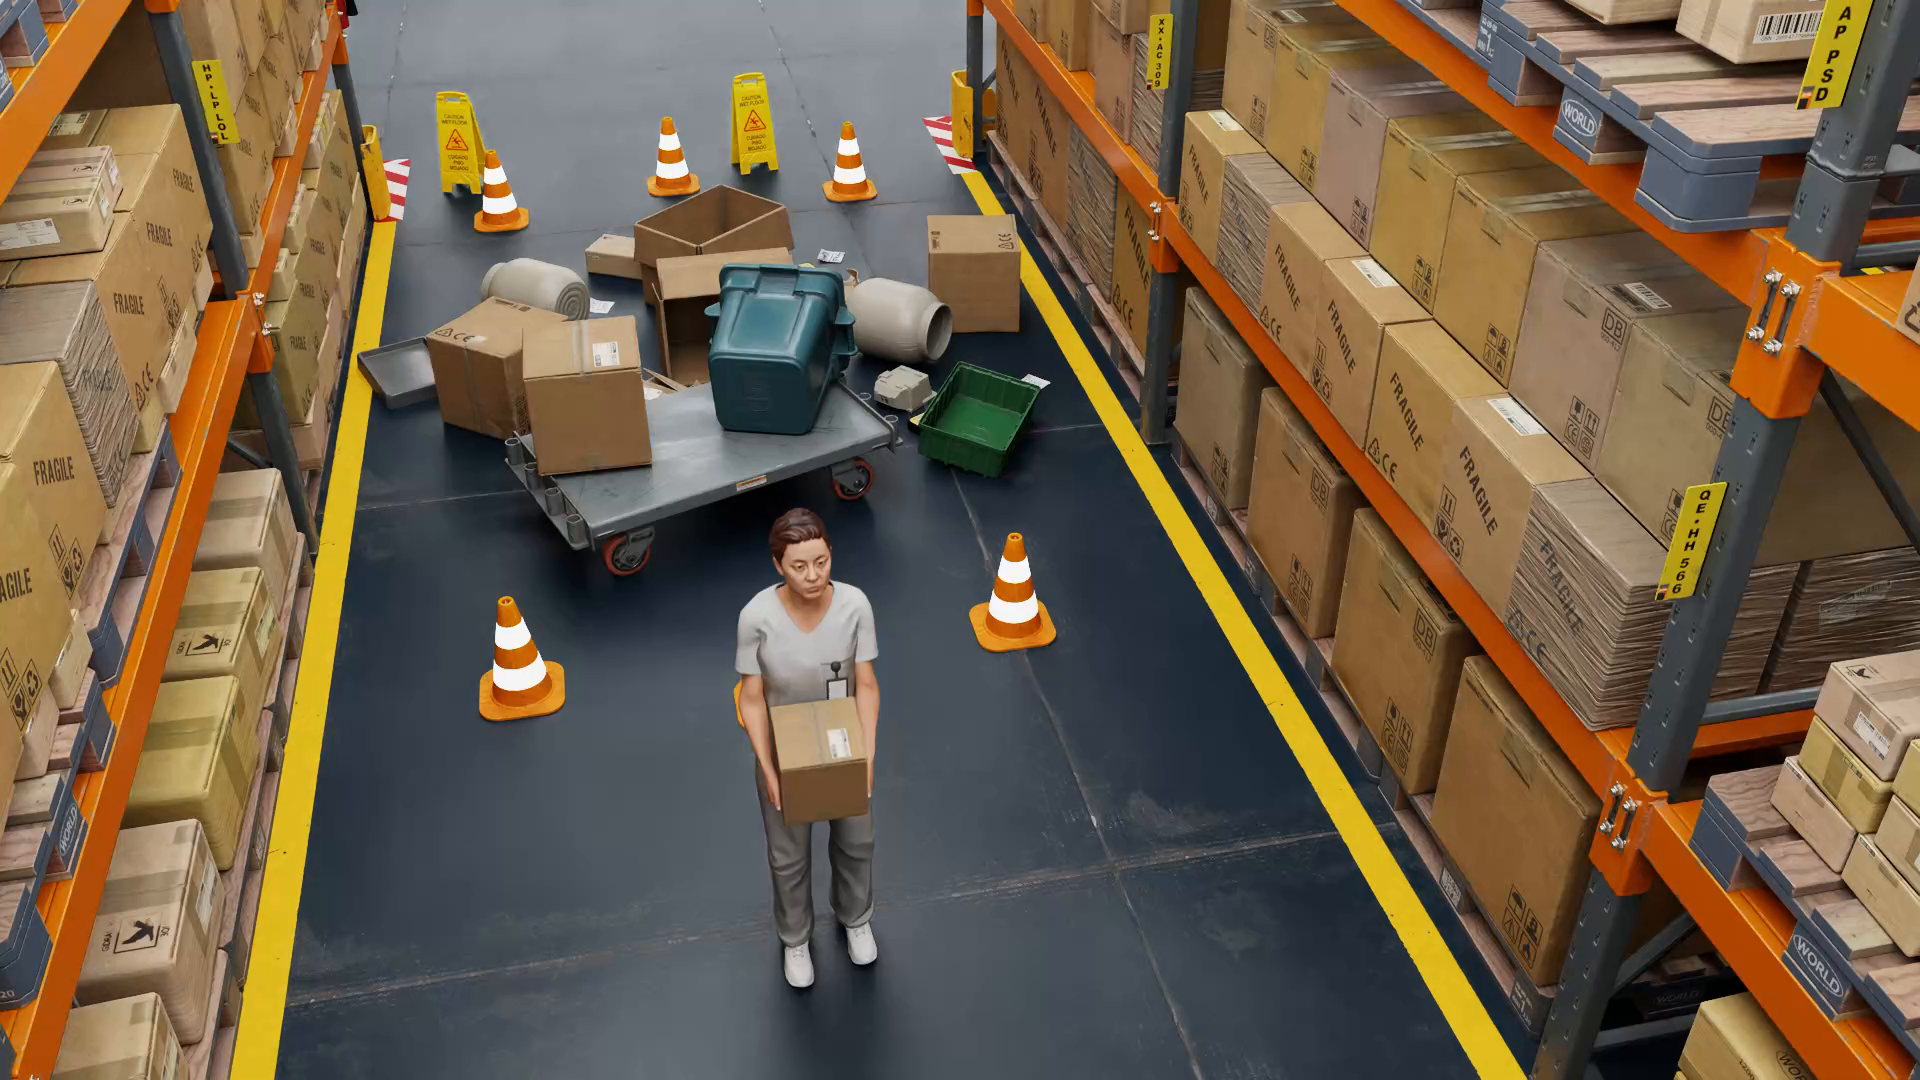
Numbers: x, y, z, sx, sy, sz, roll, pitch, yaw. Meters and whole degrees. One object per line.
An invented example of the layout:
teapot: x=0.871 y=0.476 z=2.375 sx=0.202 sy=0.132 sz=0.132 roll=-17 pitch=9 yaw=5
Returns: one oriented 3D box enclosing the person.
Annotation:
person: x=-0.449 y=0.688 z=5.153 sx=0.437 sy=1.662 sz=0.555 roll=-7 pitch=35 yaw=-10
